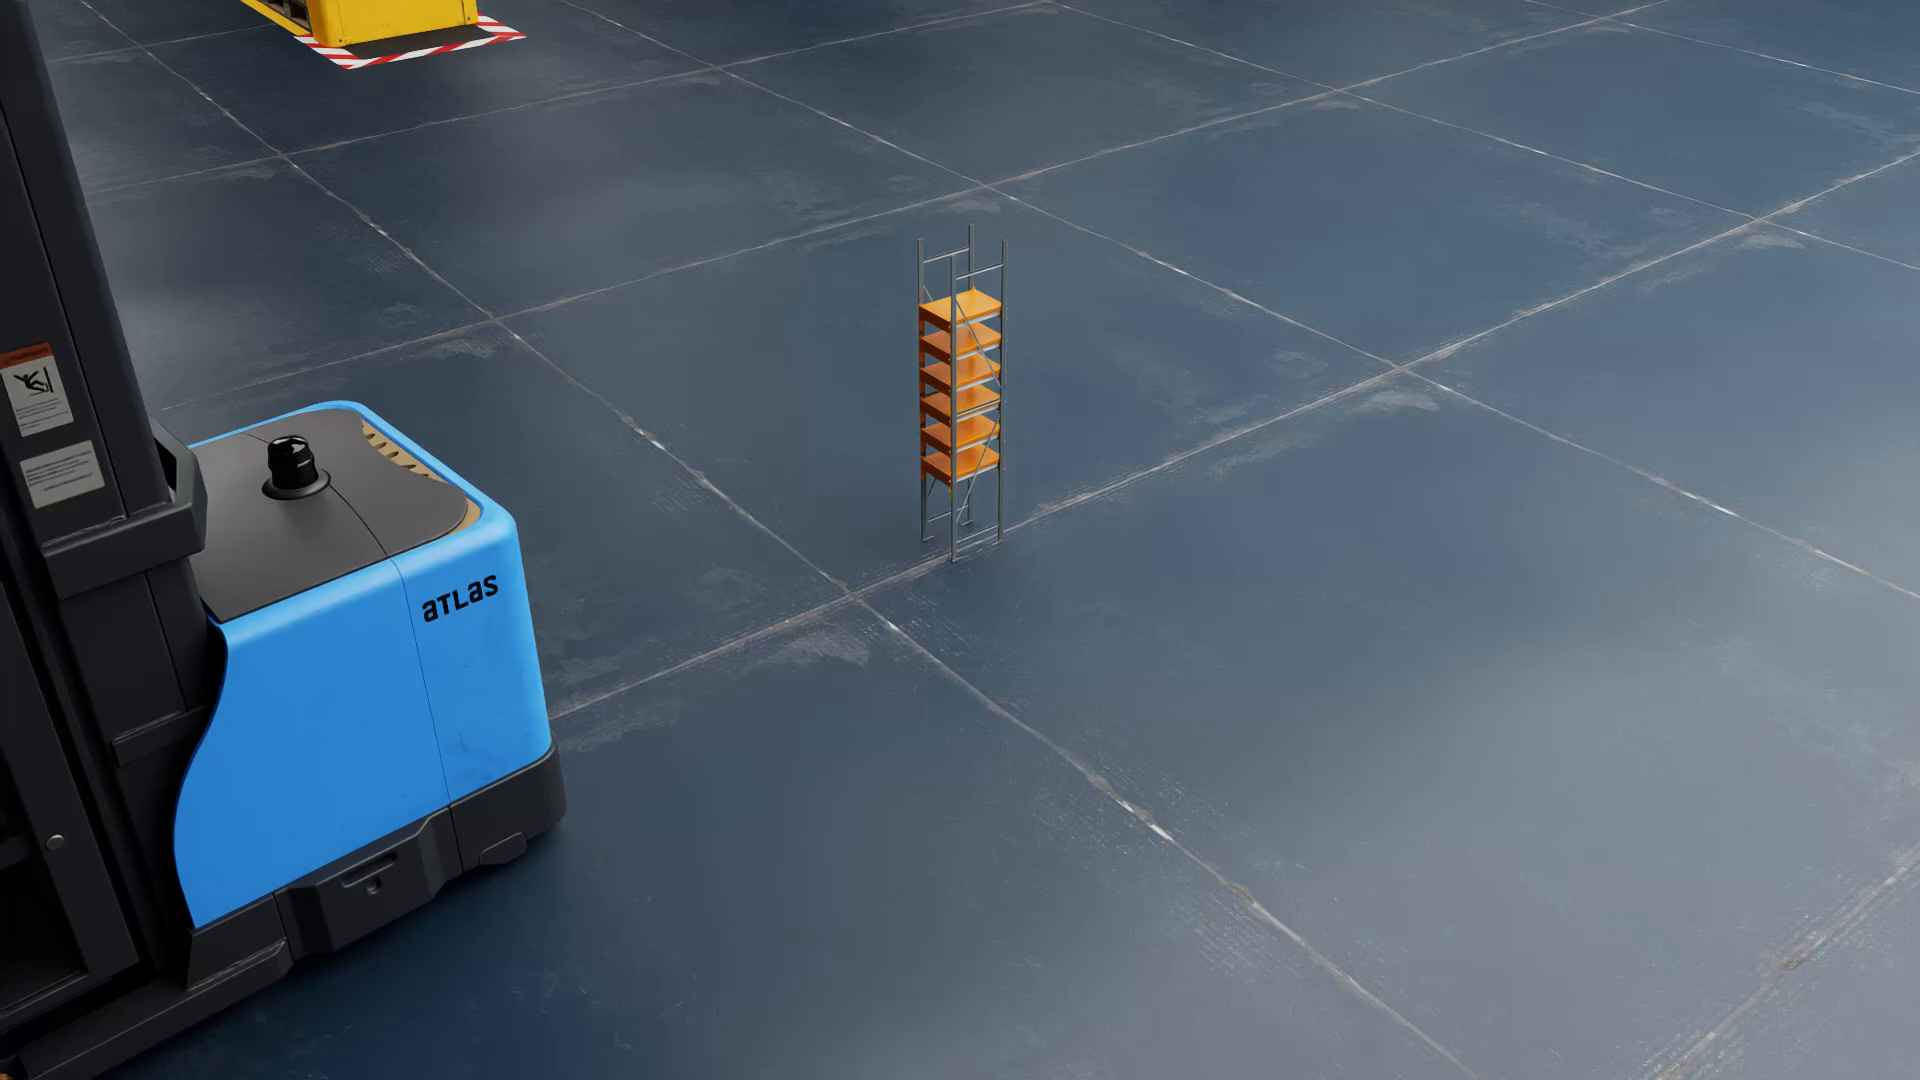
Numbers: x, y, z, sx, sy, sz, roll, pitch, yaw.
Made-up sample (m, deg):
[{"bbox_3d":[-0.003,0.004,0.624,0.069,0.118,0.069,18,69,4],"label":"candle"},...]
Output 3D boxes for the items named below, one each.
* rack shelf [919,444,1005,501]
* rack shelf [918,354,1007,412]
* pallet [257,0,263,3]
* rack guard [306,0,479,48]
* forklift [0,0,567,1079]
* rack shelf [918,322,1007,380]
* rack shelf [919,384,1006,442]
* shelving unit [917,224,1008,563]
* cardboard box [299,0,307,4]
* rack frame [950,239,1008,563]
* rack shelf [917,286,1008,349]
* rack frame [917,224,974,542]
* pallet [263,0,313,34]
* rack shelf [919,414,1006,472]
[{"bbox_3d":[0.009,-0.262,6.074,0.258,0.103,0.180,-22,38,-31],"label":"rack shelf"},{"bbox_3d":[0.009,-0.568,5.884,0.258,0.103,0.180,-22,38,-31],"label":"rack shelf"},{"bbox_3d":[-5.434,-4.698,13.613,1.003,0.211,1.213,-22,38,-31],"label":"pallet"},{"bbox_3d":[-4.173,-3.997,12.212,1.175,0.500,0.348,-22,38,-31],"label":"rack guard"},{"bbox_3d":[-2.570,-0.053,3.557,3.031,2.935,1.130,-26,40,-35],"label":"forklift"},{"bbox_3d":[0.009,-0.670,5.821,0.258,0.103,0.180,-22,38,-31],"label":"rack shelf"},{"bbox_3d":[0.009,-0.466,5.947,0.258,0.103,0.180,-22,38,-31],"label":"rack shelf"},{"bbox_3d":[0.009,-0.504,5.924,0.258,1.200,0.189,-22,38,-31],"label":"shelving unit"},{"bbox_3d":[-4.750,-4.207,12.389,0.500,0.250,0.500,-22,38,-31],"label":"cardboard box"},{"bbox_3d":[0.065,-0.466,5.862,0.240,1.200,0.006,-22,38,-31],"label":"rack frame"},{"bbox_3d":[0.009,-0.772,5.757,0.258,0.103,0.180,-22,38,-31],"label":"rack shelf"},{"bbox_3d":[-0.047,-0.542,5.985,0.240,1.200,0.006,-22,38,-31],"label":"rack frame"},{"bbox_3d":[-4.690,-4.190,12.795,1.003,0.211,1.213,-22,38,-31],"label":"pallet"},{"bbox_3d":[0.009,-0.364,6.010,0.258,0.103,0.180,-22,38,-31],"label":"rack shelf"}]
